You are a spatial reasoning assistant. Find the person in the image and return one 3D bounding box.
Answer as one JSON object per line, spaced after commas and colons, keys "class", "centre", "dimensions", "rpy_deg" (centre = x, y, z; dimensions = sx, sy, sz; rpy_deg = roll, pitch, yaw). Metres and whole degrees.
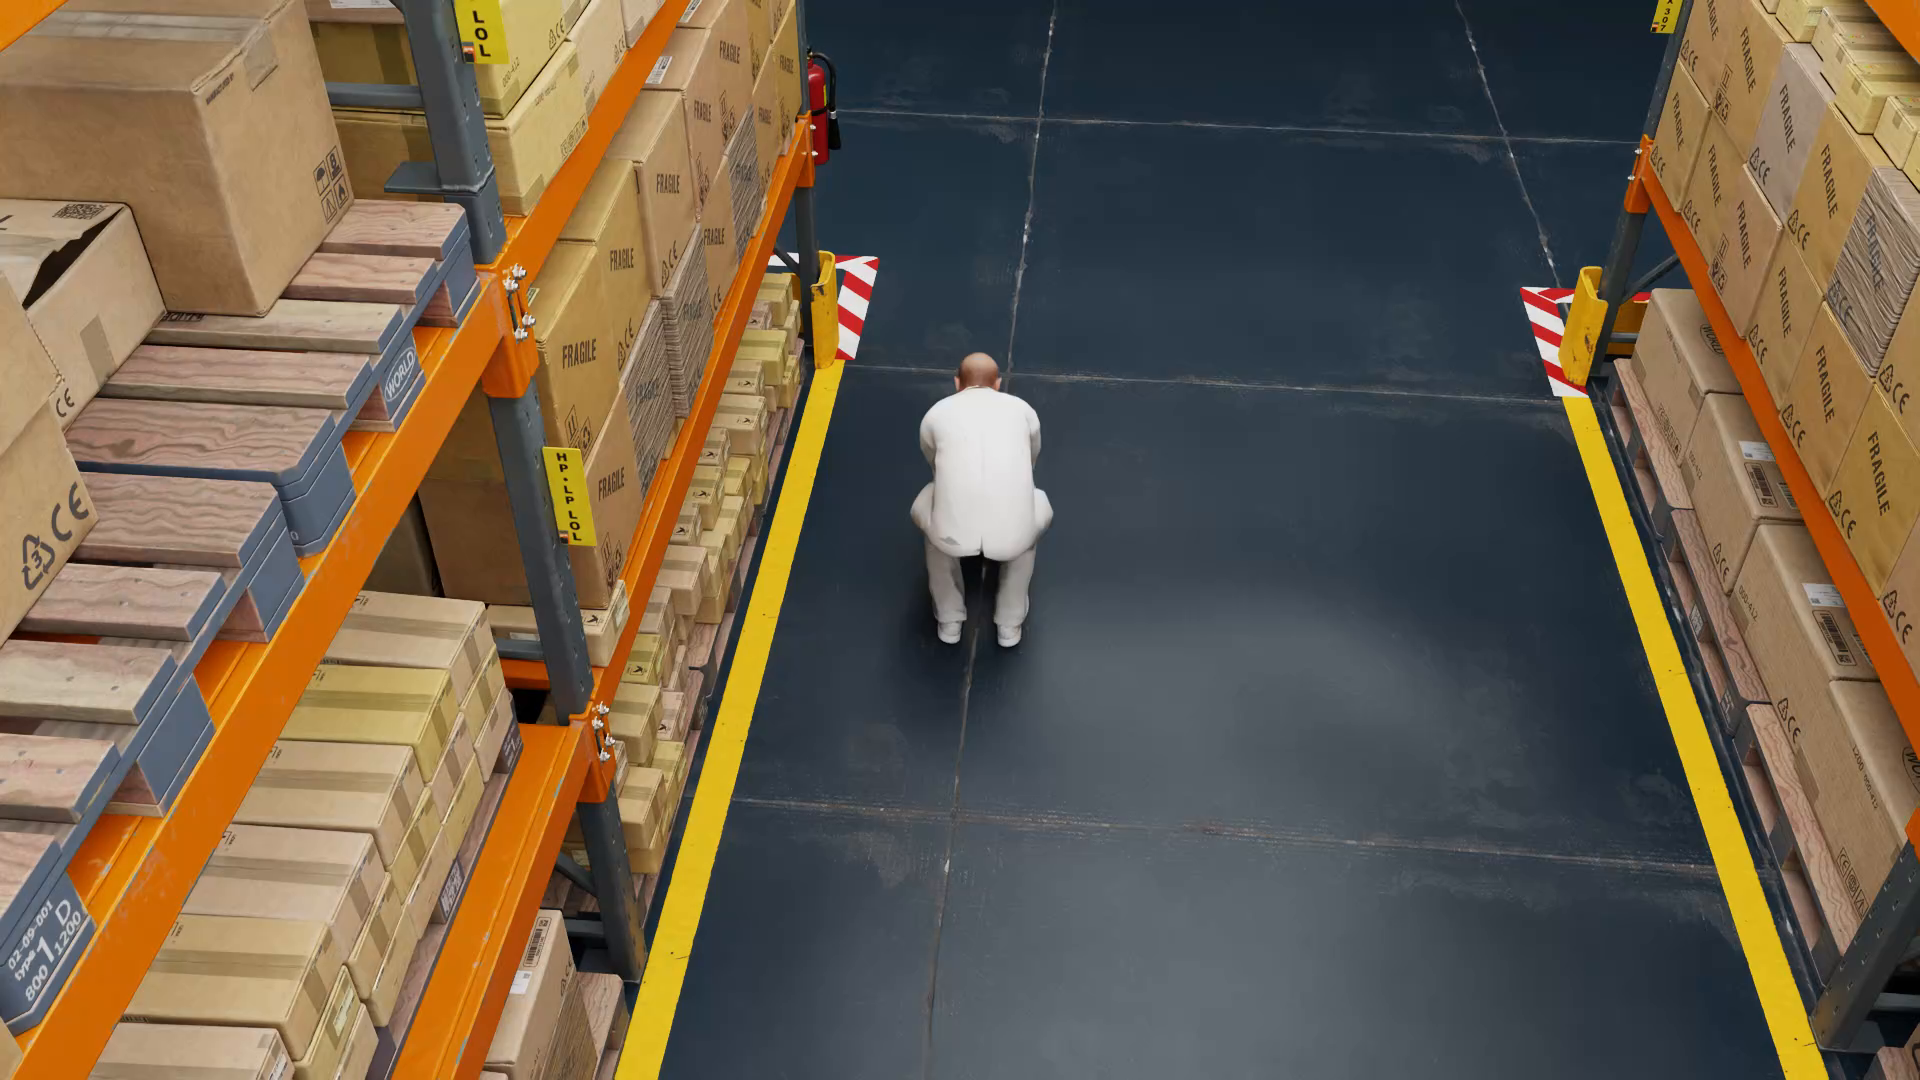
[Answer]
{"class": "person", "centre": [0.093, -0.141, 6.968], "dimensions": [0.594, 0.977, 0.952], "rpy_deg": [1, 40, 1]}
